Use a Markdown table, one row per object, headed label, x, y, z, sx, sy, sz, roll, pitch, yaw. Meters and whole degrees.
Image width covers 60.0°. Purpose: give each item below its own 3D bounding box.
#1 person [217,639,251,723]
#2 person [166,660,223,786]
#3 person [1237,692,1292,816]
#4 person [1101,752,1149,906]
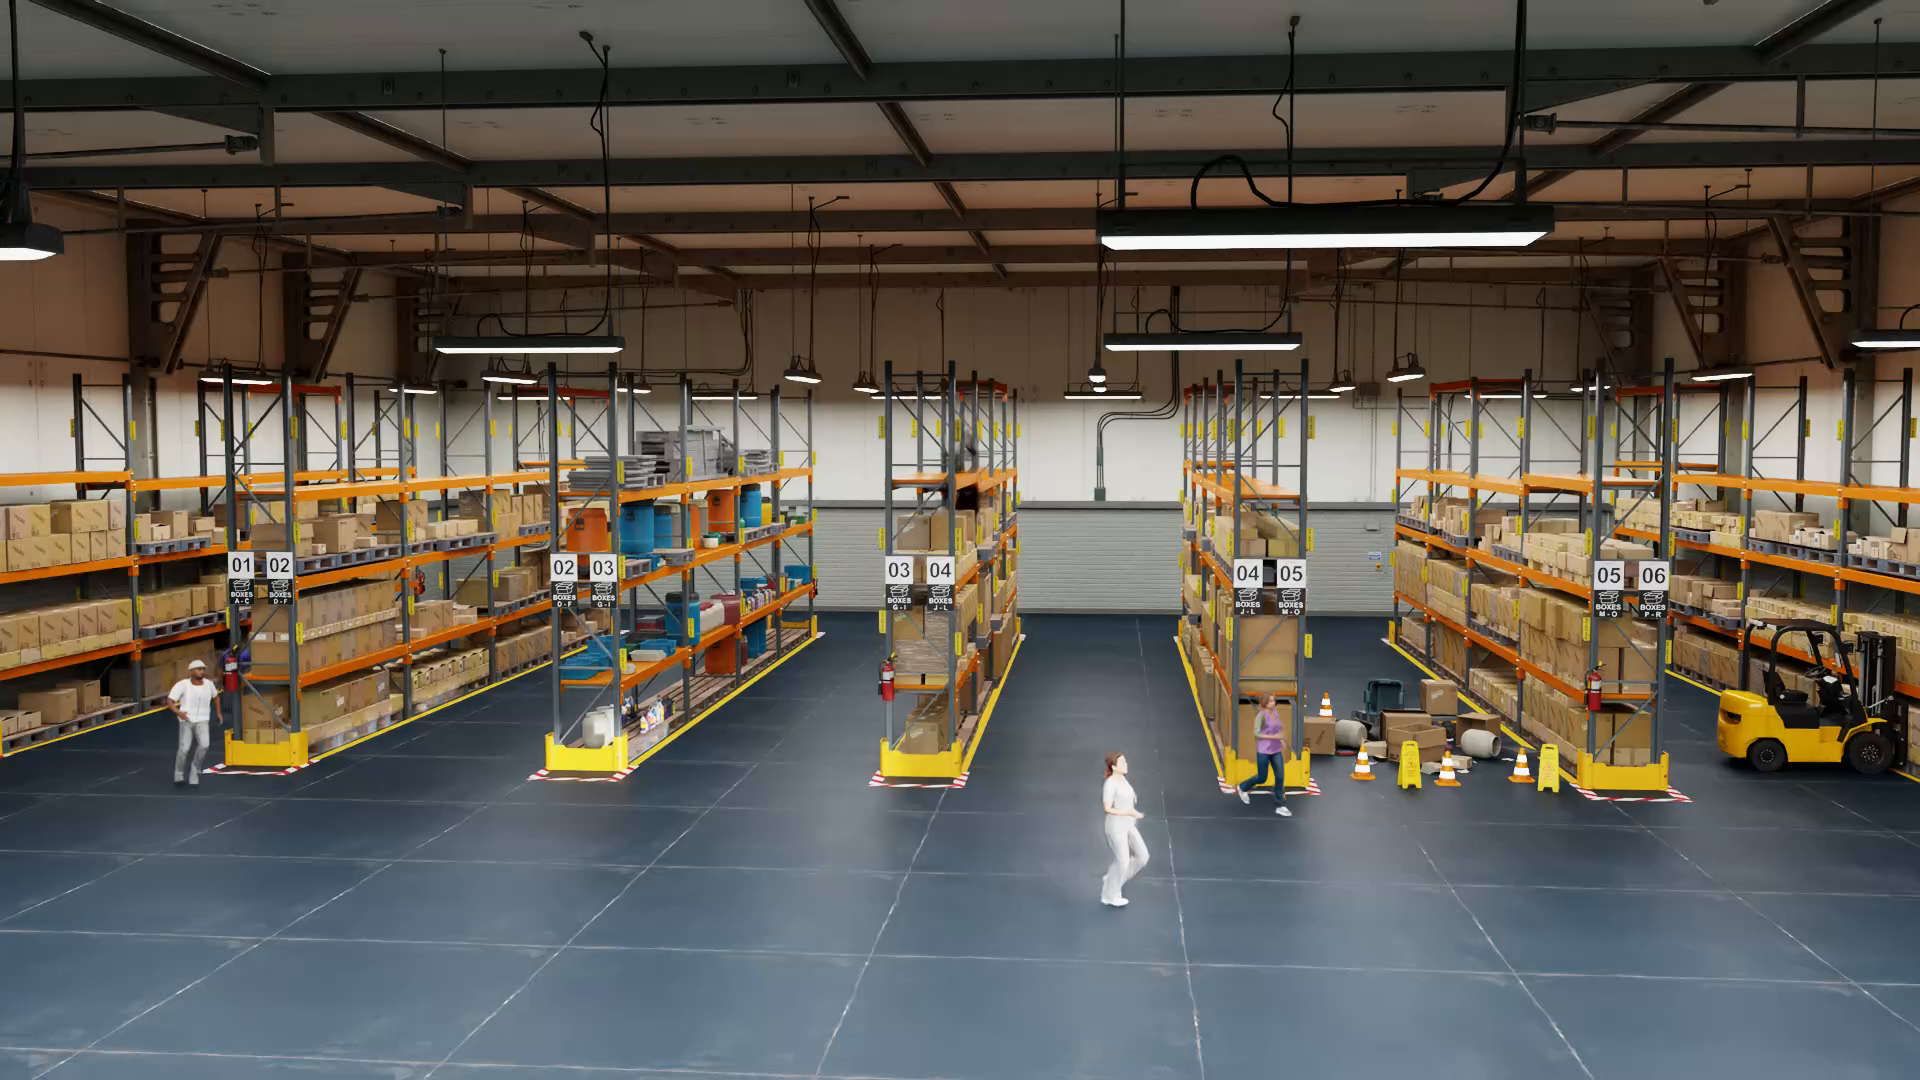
| label | x | y | z | sx | sy | sz | roll | pitch | yaw |
| --- | --- | --- | --- | --- | --- | --- | --- | --- | --- |
| person | -11.995 | 2.406 | 27.517 | 0.576 | 1.607 | 0.565 | -1 | 4 | -8 |
| person | -10.835 | 2.585 | 23.596 | 0.763 | 1.754 | 0.612 | -3 | 5 | -39 |
| person | 4.015 | 2.773 | 21.723 | 0.551 | 1.574 | 0.861 | -3 | 5 | -37 |
| person | 1.733 | 3.029 | 17.431 | 0.548 | 1.627 | 0.554 | 2 | 4 | 32 |
